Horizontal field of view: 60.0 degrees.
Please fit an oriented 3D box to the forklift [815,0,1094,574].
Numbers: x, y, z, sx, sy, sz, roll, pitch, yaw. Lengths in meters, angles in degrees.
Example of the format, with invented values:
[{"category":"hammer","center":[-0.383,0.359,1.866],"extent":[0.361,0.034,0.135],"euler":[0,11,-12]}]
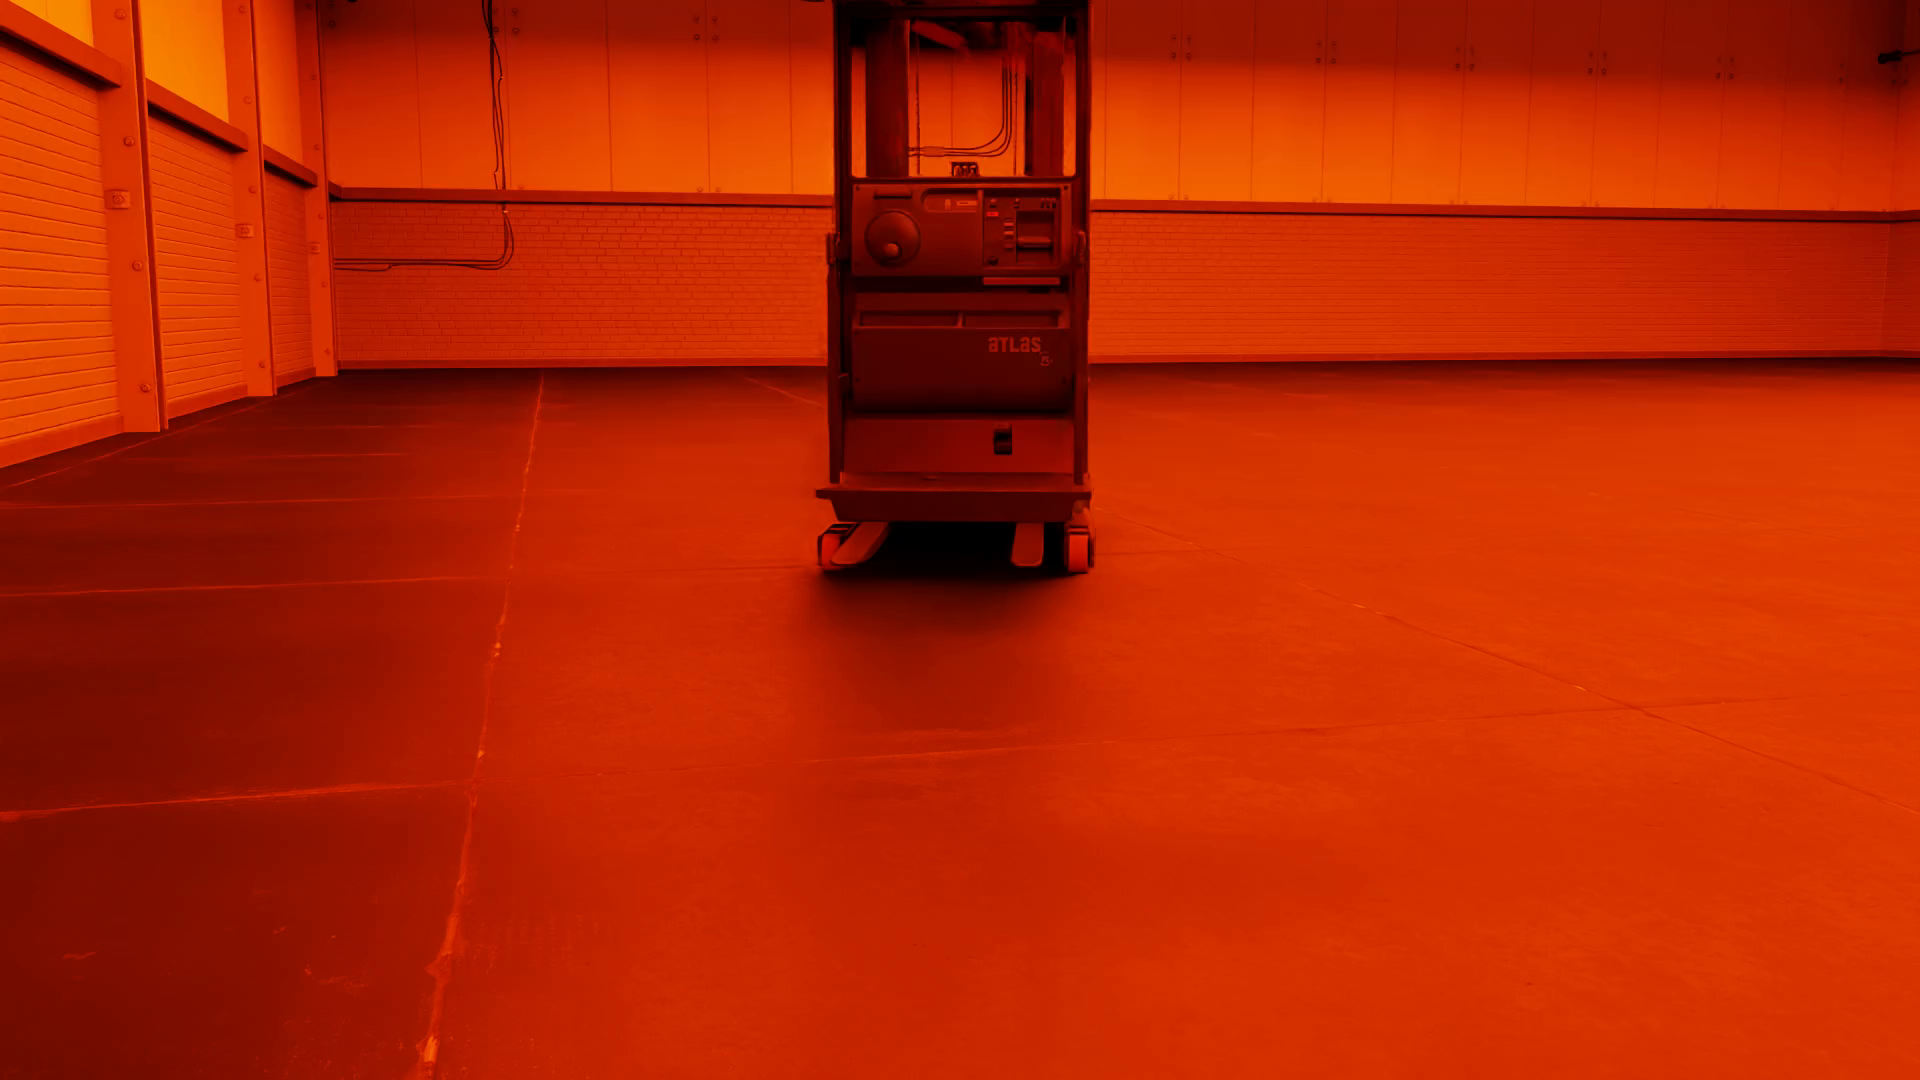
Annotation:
[{"category":"forklift","center":[-0.004,-1.358,6.838],"extent":[1.130,2.935,3.031],"euler":[0,8,3]}]
